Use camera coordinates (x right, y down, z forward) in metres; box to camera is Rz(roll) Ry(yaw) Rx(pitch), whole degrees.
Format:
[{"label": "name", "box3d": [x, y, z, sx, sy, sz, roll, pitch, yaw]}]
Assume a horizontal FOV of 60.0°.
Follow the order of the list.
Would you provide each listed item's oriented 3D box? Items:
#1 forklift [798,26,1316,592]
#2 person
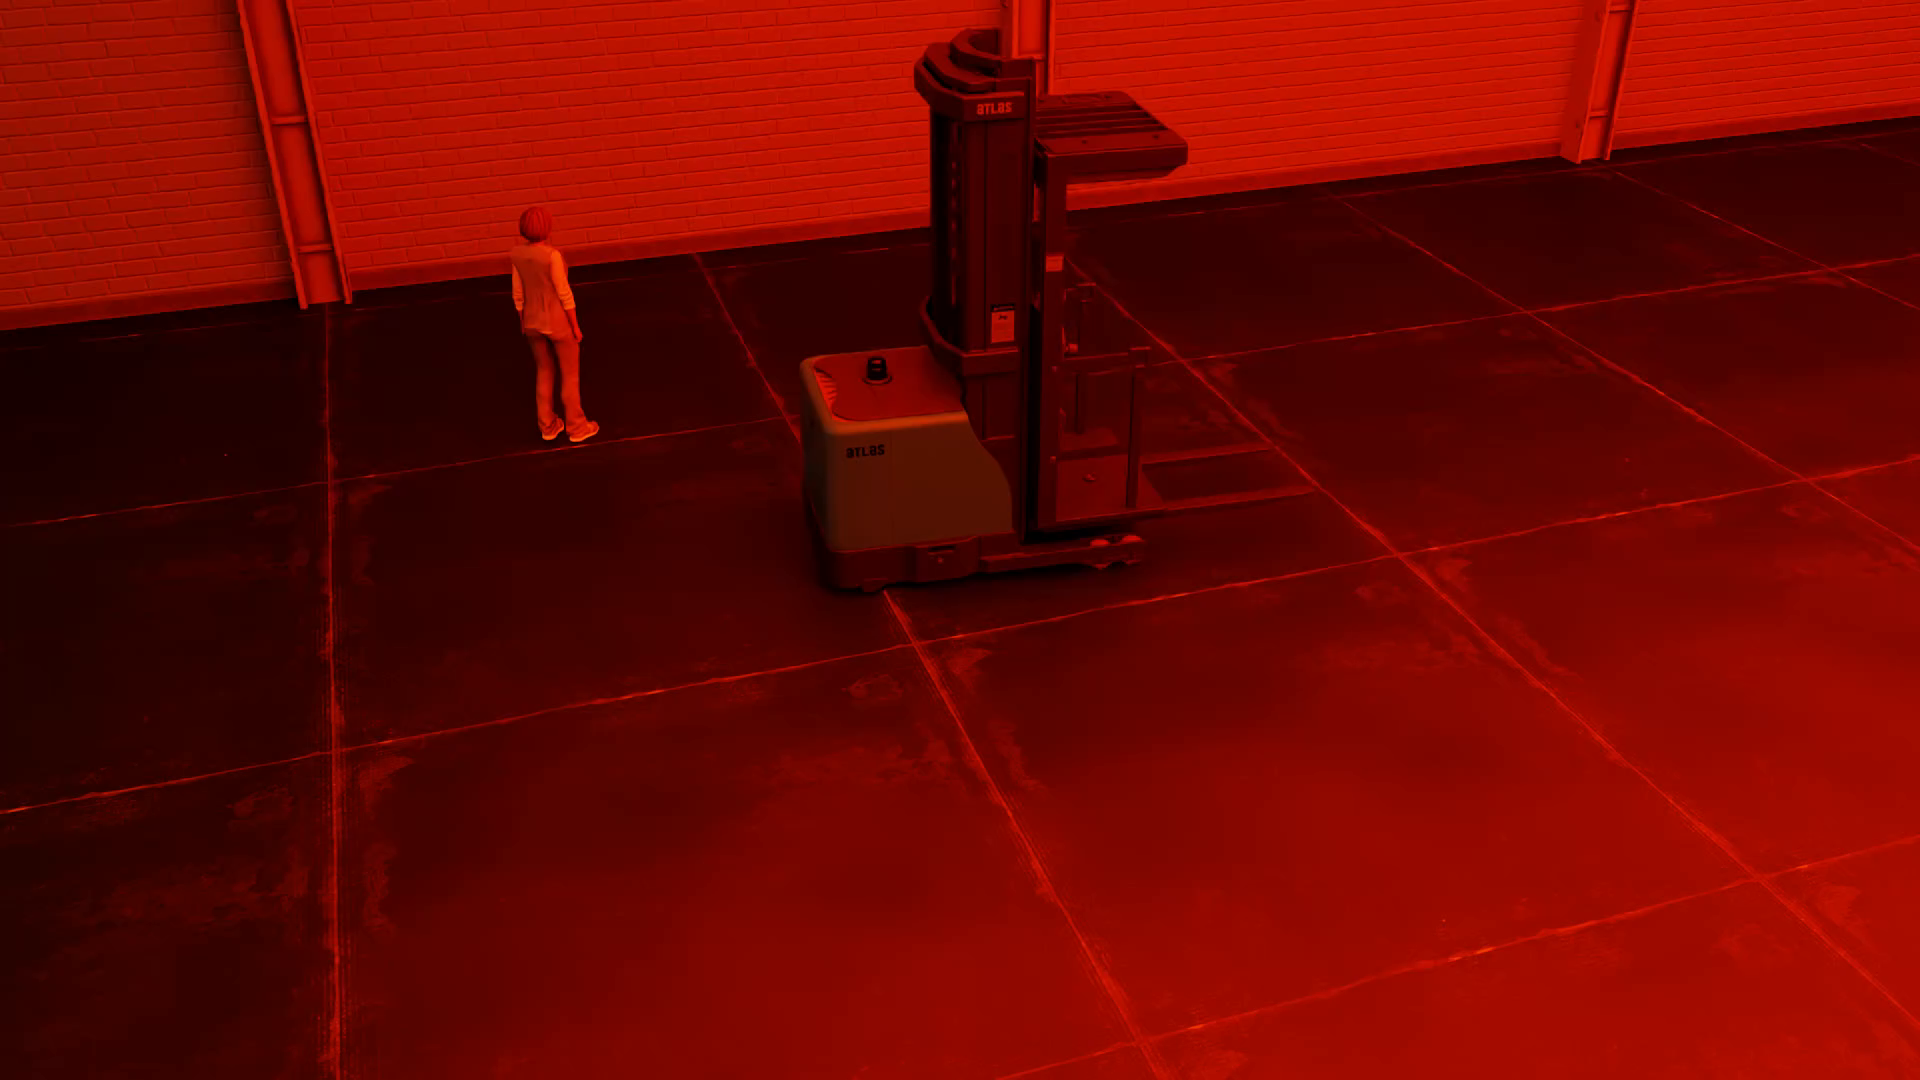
[{"label": "forklift", "box3d": [0.614, -1.356, 9.443, 3.031, 2.935, 1.130, -7, 31, -12]}, {"label": "person", "box3d": [-2.666, -1.403, 10.860, 0.444, 1.602, 0.329, 9, 31, 16]}]
